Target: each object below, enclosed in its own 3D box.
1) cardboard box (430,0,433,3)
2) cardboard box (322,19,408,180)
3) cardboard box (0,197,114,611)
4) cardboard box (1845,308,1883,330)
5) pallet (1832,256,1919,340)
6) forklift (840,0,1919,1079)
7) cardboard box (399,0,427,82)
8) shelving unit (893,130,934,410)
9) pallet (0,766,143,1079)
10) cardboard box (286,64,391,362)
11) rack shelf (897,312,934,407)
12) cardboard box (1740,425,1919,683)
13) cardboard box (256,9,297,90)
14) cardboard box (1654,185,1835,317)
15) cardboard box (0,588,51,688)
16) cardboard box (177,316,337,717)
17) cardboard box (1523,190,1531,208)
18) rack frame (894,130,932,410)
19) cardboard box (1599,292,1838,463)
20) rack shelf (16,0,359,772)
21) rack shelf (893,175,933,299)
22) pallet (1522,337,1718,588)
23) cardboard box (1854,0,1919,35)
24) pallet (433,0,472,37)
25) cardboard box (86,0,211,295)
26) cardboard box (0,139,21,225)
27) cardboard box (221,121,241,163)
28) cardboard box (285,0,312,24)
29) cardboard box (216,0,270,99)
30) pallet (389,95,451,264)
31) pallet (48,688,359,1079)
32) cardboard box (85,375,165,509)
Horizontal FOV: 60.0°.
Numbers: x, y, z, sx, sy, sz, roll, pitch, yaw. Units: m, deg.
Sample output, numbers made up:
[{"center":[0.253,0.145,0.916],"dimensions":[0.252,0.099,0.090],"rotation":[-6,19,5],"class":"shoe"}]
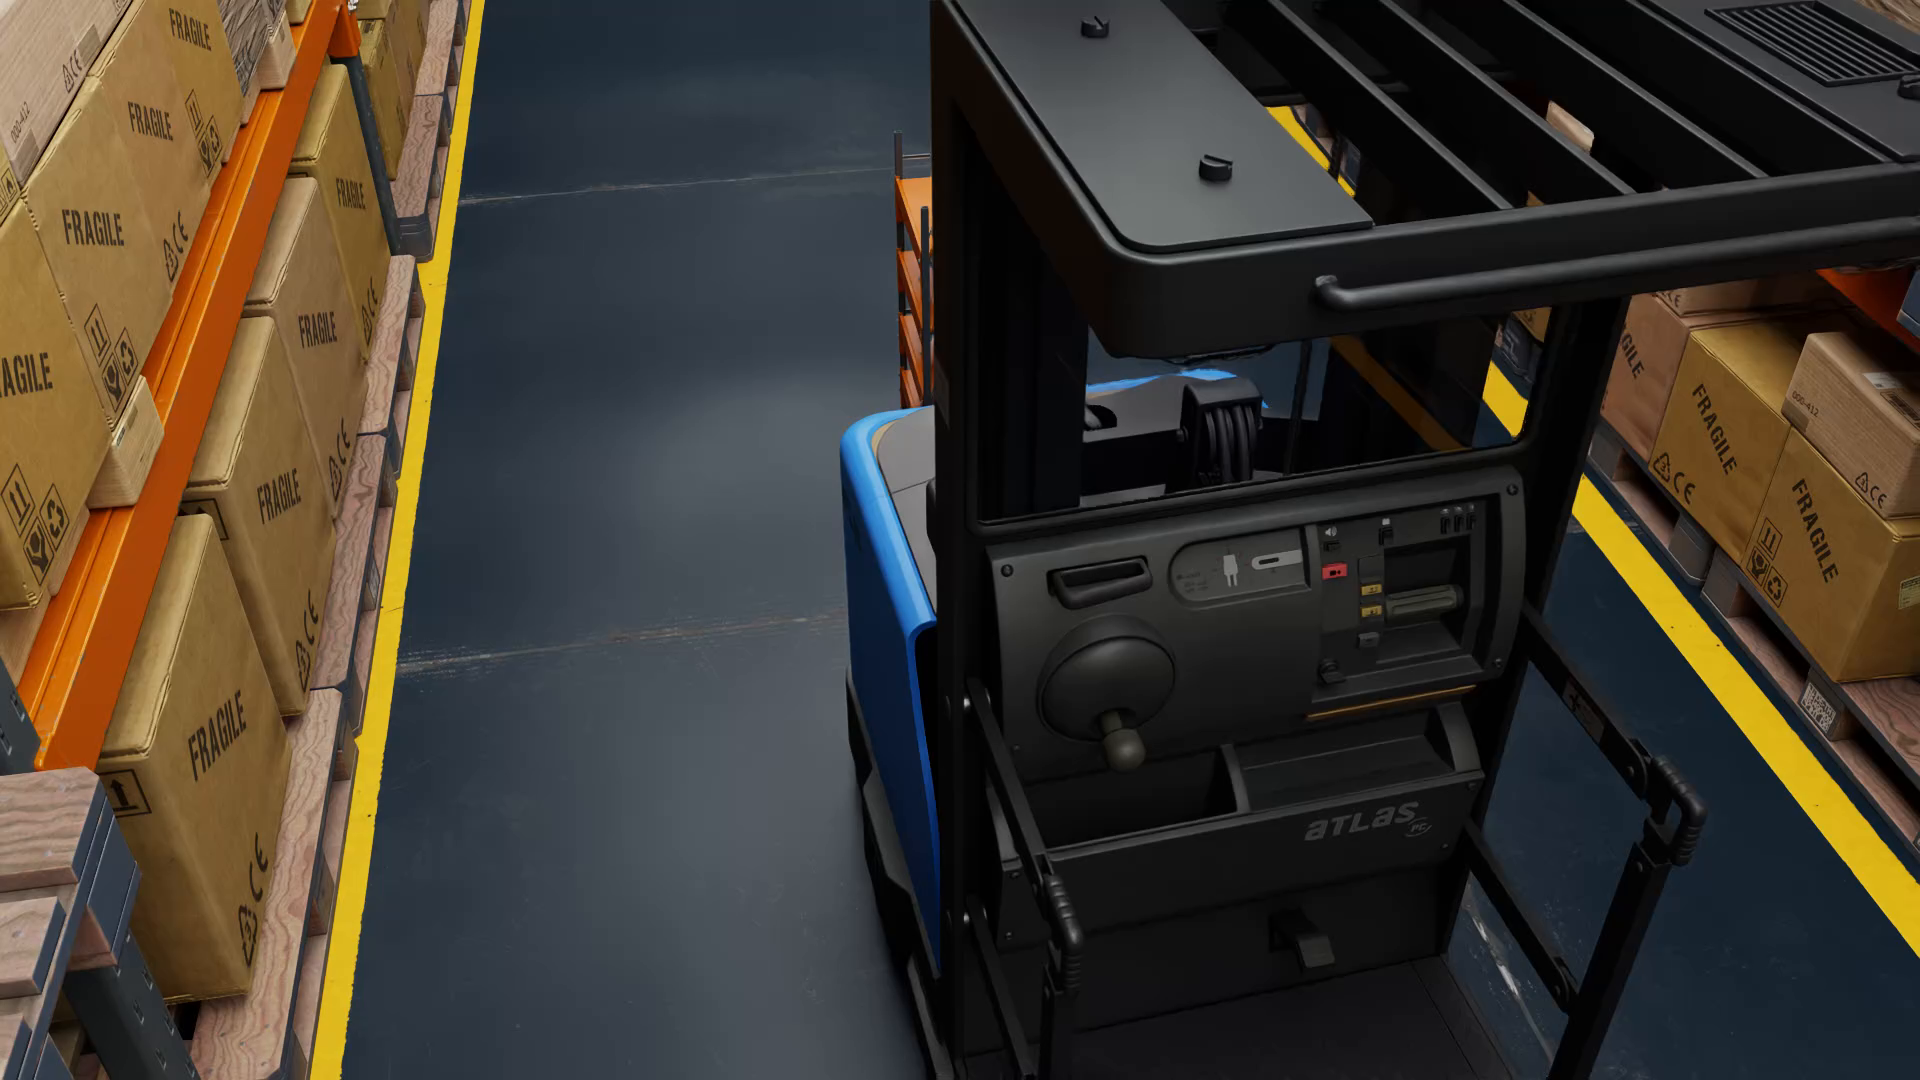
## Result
[{"center":[-3.052,-3.022,8.390],"dimensions":[0.700,0.500,0.500],"rotation":[-6,38,-8],"class":"cardboard box"},{"center":[-2.690,-1.783,6.795],"dimensions":[0.700,0.500,0.500],"rotation":[-6,38,-7],"class":"cardboard box"},{"center":[-1.792,-0.211,2.737],"dimensions":[0.500,0.500,0.500],"rotation":[-5,38,-7],"class":"cardboard box"},{"center":[2.939,-0.372,4.963],"dimensions":[0.500,0.500,0.500],"rotation":[-7,38,-9],"class":"cardboard box"},{"center":[2.730,-0.587,3.717],"dimensions":[1.213,0.211,1.003],"rotation":[-6,38,-8],"class":"pallet"},{"center":[0.561,0.205,2.597],"dimensions":[1.130,2.935,3.031],"rotation":[-9,39,-11],"class":"forklift"},{"center":[-2.863,-2.397,7.586],"dimensions":[0.700,0.500,0.500],"rotation":[-5,38,-7],"class":"cardboard box"},{"center":[-0.029,-0.574,5.011],"dimensions":[0.258,1.200,0.503],"rotation":[-6,38,-8],"class":"shelving unit"},{"center":[-1.729,0.769,1.971],"dimensions":[1.213,0.211,1.003],"rotation":[-6,38,-8],"class":"pallet"},{"center":[-2.418,-1.080,5.605],"dimensions":[0.750,0.750,0.750],"rotation":[-6,38,-7],"class":"cardboard box"},{"center":[-0.029,-0.521,5.052],"dimensions":[0.258,0.148,0.480],"rotation":[-6,38,-8],"class":"rack shelf"},{"center":[2.523,0.013,4.467],"dimensions":[0.500,0.500,0.500],"rotation":[-5,38,-6],"class":"cardboard box"},{"center":[-2.149,-1.412,4.811],"dimensions":[0.380,0.149,0.250],"rotation":[-6,38,-8],"class":"cardboard box"},{"center":[2.325,-0.934,5.075],"dimensions":[0.500,0.250,0.500],"rotation":[-7,38,-9],"class":"cardboard box"},{"center":[-1.788,0.142,2.811],"dimensions":[0.380,0.149,0.250],"rotation":[-7,38,-9],"class":"cardboard box"},{"center":[-2.106,-0.030,4.254],"dimensions":[0.750,0.750,0.750],"rotation":[-6,38,-8],"class":"cardboard box"},{"center":[2.166,-1.224,6.059],"dimensions":[0.500,0.500,0.500],"rotation":[-6,38,-7],"class":"cardboard box"},{"center":[-0.072,-0.721,5.200],"dimensions":[0.240,1.200,0.015],"rotation":[-6,38,-8],"class":"rack frame"},{"center":[2.334,-0.616,5.276],"dimensions":[0.500,0.500,0.500],"rotation":[-8,38,-10],"class":"cardboard box"},{"center":[-2.309,-0.649,4.227],"dimensions":[1.077,0.370,4.000],"rotation":[-6,38,-8],"class":"rack shelf"},{"center":[-0.029,-0.884,4.770],"dimensions":[0.258,0.148,0.480],"rotation":[-6,38,-8],"class":"rack shelf"},{"center":[2.613,-0.350,5.528],"dimensions":[1.003,0.211,1.213],"rotation":[-6,38,-8],"class":"pallet"},{"center":[2.724,-1.407,4.192],"dimensions":[0.700,0.500,0.500],"rotation":[0,38,1],"class":"cardboard box"},{"center":[-3.144,-2.982,8.916],"dimensions":[1.003,0.211,1.213],"rotation":[-6,38,-8],"class":"pallet"},{"center":[-1.960,-0.828,3.531],"dimensions":[0.500,0.500,0.500],"rotation":[-6,38,-8],"class":"cardboard box"},{"center":[-1.789,-0.506,2.505],"dimensions":[0.500,0.250,0.500],"rotation":[-5,38,-7],"class":"cardboard box"},{"center":[-2.142,-1.104,4.415],"dimensions":[0.380,0.149,0.250],"rotation":[-7,38,-9],"class":"cardboard box"},{"center":[-2.254,-1.727,5.216],"dimensions":[0.380,0.149,0.250],"rotation":[-6,38,-7],"class":"cardboard box"},{"center":[-2.152,-1.443,4.322],"dimensions":[0.500,0.500,0.500],"rotation":[-6,38,-8],"class":"cardboard box"},{"center":[-2.716,-1.508,7.019],"dimensions":[1.003,0.211,1.213],"rotation":[-6,38,-8],"class":"pallet"},{"center":[-2.023,0.891,3.931],"dimensions":[1.003,0.211,1.213],"rotation":[-6,38,-8],"class":"pallet"},{"center":[-1.787,-0.181,3.226],"dimensions":[0.380,0.149,0.250],"rotation":[-5,38,-7],"class":"cardboard box"}]
